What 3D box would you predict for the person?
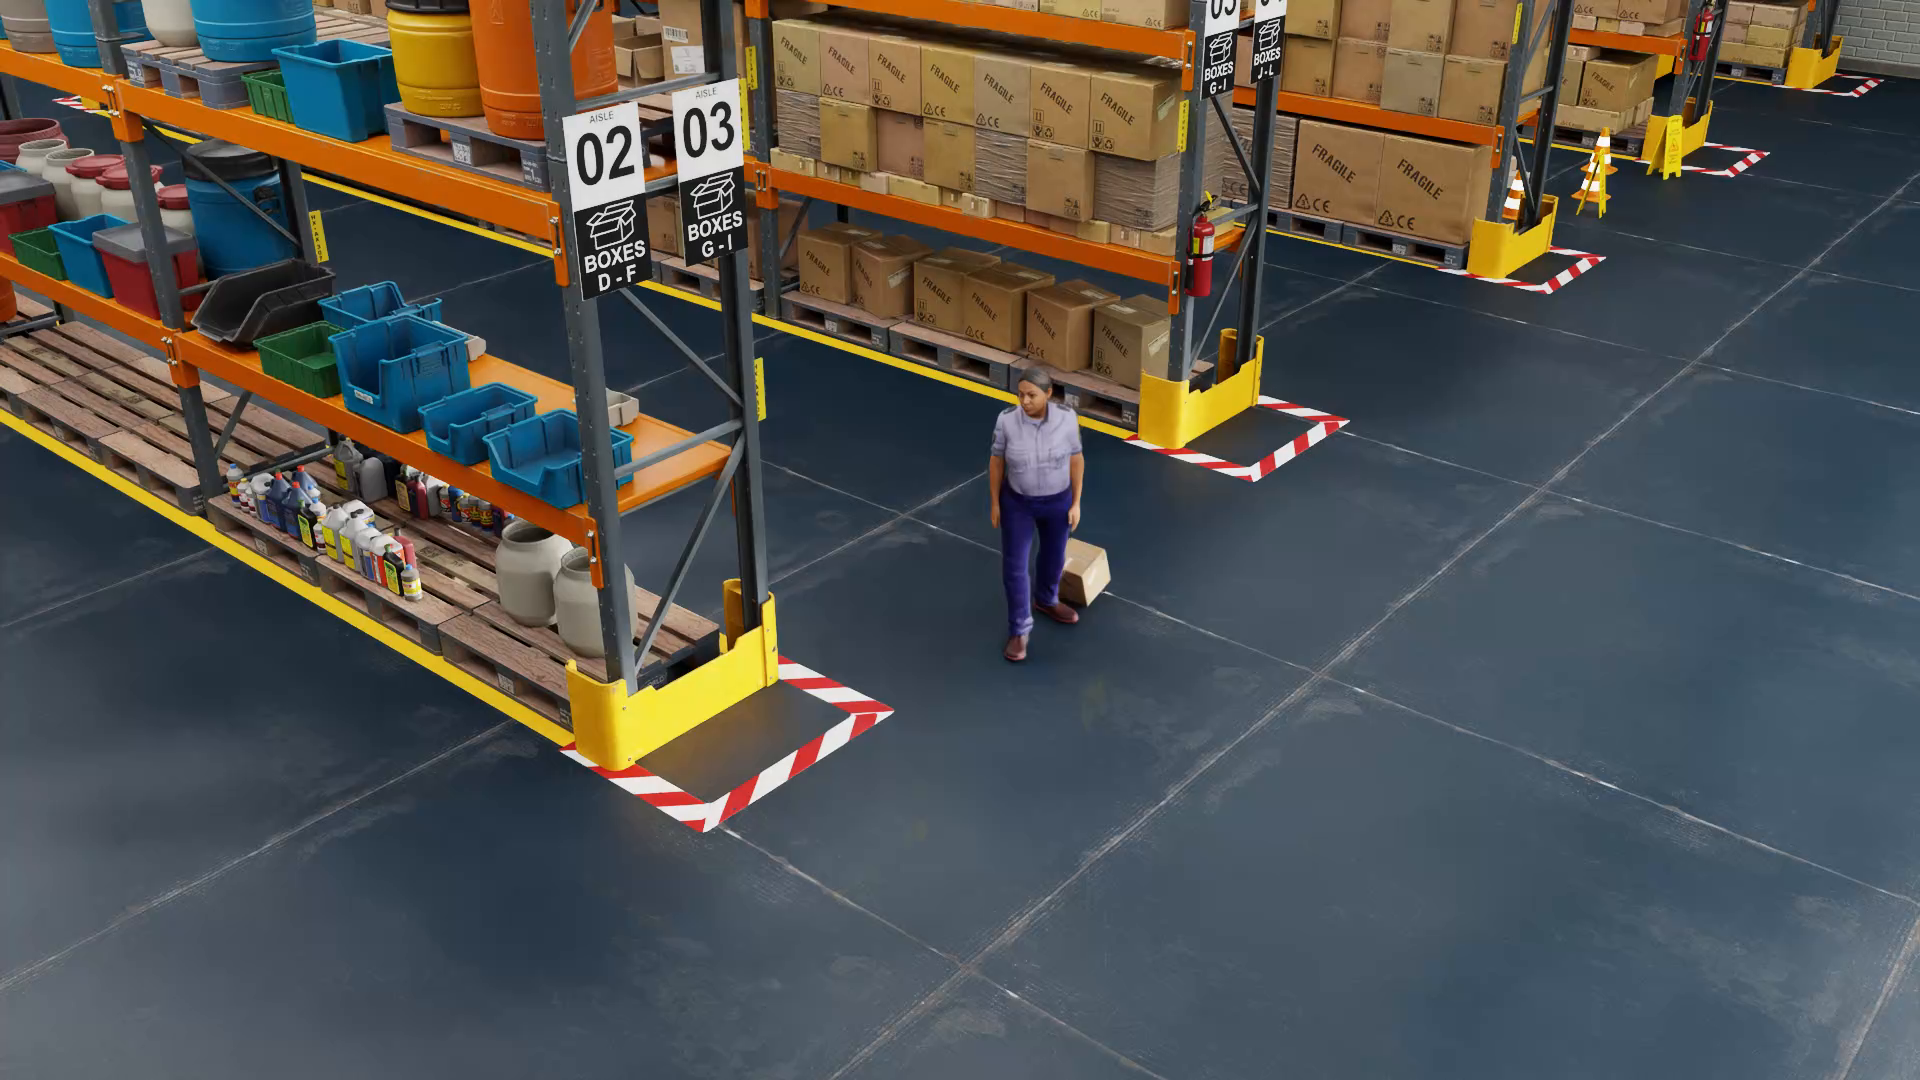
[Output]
[{"bbox_3d":[0.424,-0.192,9.003,0.528,1.638,0.598,-3,28,-5],"label":"person"}]
